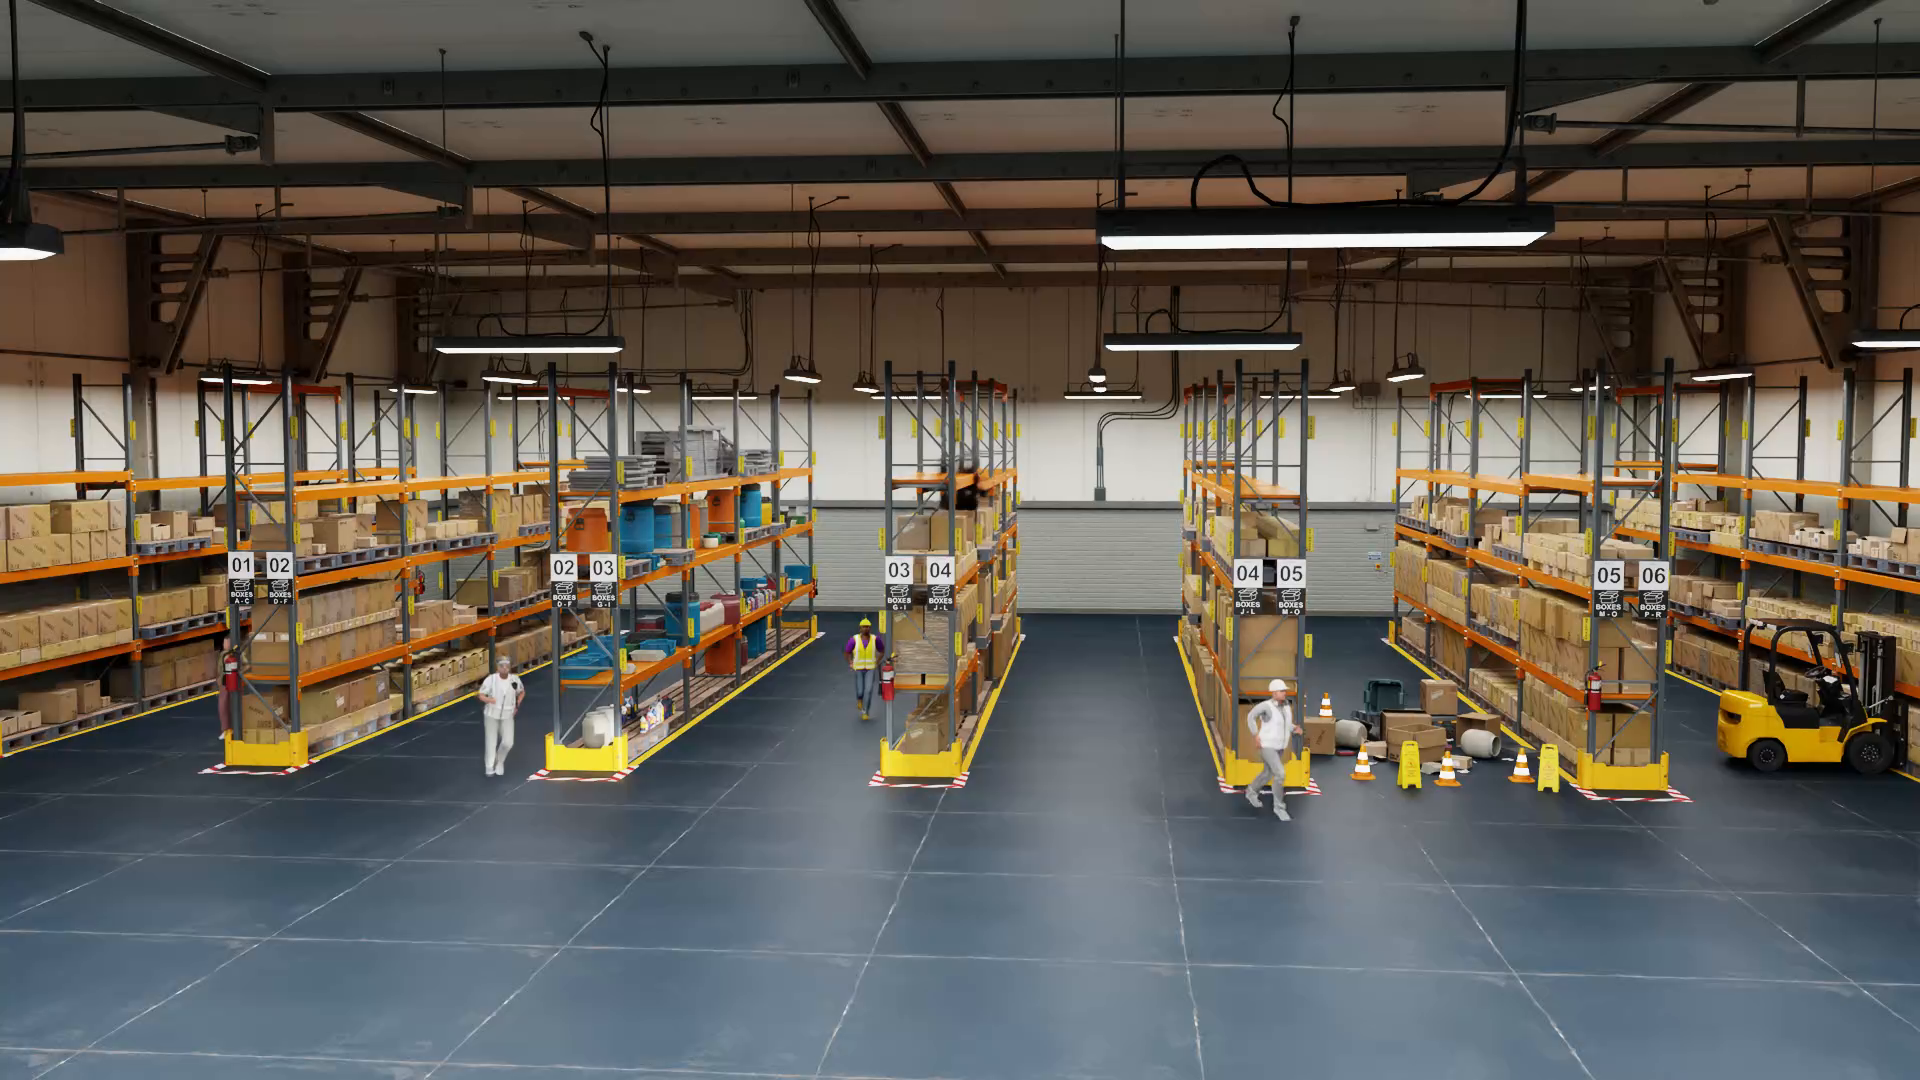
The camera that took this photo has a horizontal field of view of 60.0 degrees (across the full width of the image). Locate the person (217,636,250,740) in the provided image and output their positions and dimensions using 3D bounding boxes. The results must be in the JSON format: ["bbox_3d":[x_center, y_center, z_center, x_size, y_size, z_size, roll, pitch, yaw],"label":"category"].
[{"bbox_3d":[-11.941,2.389,27.315,0.591,1.667,0.850,0,4,5],"label":"person"}]

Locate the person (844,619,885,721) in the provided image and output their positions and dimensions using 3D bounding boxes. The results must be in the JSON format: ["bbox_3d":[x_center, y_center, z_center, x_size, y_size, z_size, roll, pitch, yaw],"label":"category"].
[{"bbox_3d":[-1.646,2.235,28.856,0.718,1.735,0.782,0,4,-6],"label":"person"}]

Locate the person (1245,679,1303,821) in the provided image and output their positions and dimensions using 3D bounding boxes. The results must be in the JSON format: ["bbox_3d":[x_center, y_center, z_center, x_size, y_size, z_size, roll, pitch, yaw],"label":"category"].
[{"bbox_3d":[4.061,2.709,21.660,0.596,1.823,0.903,-3,5,-42],"label":"person"}]

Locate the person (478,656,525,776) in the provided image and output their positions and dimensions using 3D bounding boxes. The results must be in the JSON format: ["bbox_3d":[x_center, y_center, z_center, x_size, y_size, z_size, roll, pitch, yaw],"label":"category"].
[{"bbox_3d":[-6.614,2.556,24.066,0.667,1.769,0.659,-1,4,-20],"label":"person"}]
